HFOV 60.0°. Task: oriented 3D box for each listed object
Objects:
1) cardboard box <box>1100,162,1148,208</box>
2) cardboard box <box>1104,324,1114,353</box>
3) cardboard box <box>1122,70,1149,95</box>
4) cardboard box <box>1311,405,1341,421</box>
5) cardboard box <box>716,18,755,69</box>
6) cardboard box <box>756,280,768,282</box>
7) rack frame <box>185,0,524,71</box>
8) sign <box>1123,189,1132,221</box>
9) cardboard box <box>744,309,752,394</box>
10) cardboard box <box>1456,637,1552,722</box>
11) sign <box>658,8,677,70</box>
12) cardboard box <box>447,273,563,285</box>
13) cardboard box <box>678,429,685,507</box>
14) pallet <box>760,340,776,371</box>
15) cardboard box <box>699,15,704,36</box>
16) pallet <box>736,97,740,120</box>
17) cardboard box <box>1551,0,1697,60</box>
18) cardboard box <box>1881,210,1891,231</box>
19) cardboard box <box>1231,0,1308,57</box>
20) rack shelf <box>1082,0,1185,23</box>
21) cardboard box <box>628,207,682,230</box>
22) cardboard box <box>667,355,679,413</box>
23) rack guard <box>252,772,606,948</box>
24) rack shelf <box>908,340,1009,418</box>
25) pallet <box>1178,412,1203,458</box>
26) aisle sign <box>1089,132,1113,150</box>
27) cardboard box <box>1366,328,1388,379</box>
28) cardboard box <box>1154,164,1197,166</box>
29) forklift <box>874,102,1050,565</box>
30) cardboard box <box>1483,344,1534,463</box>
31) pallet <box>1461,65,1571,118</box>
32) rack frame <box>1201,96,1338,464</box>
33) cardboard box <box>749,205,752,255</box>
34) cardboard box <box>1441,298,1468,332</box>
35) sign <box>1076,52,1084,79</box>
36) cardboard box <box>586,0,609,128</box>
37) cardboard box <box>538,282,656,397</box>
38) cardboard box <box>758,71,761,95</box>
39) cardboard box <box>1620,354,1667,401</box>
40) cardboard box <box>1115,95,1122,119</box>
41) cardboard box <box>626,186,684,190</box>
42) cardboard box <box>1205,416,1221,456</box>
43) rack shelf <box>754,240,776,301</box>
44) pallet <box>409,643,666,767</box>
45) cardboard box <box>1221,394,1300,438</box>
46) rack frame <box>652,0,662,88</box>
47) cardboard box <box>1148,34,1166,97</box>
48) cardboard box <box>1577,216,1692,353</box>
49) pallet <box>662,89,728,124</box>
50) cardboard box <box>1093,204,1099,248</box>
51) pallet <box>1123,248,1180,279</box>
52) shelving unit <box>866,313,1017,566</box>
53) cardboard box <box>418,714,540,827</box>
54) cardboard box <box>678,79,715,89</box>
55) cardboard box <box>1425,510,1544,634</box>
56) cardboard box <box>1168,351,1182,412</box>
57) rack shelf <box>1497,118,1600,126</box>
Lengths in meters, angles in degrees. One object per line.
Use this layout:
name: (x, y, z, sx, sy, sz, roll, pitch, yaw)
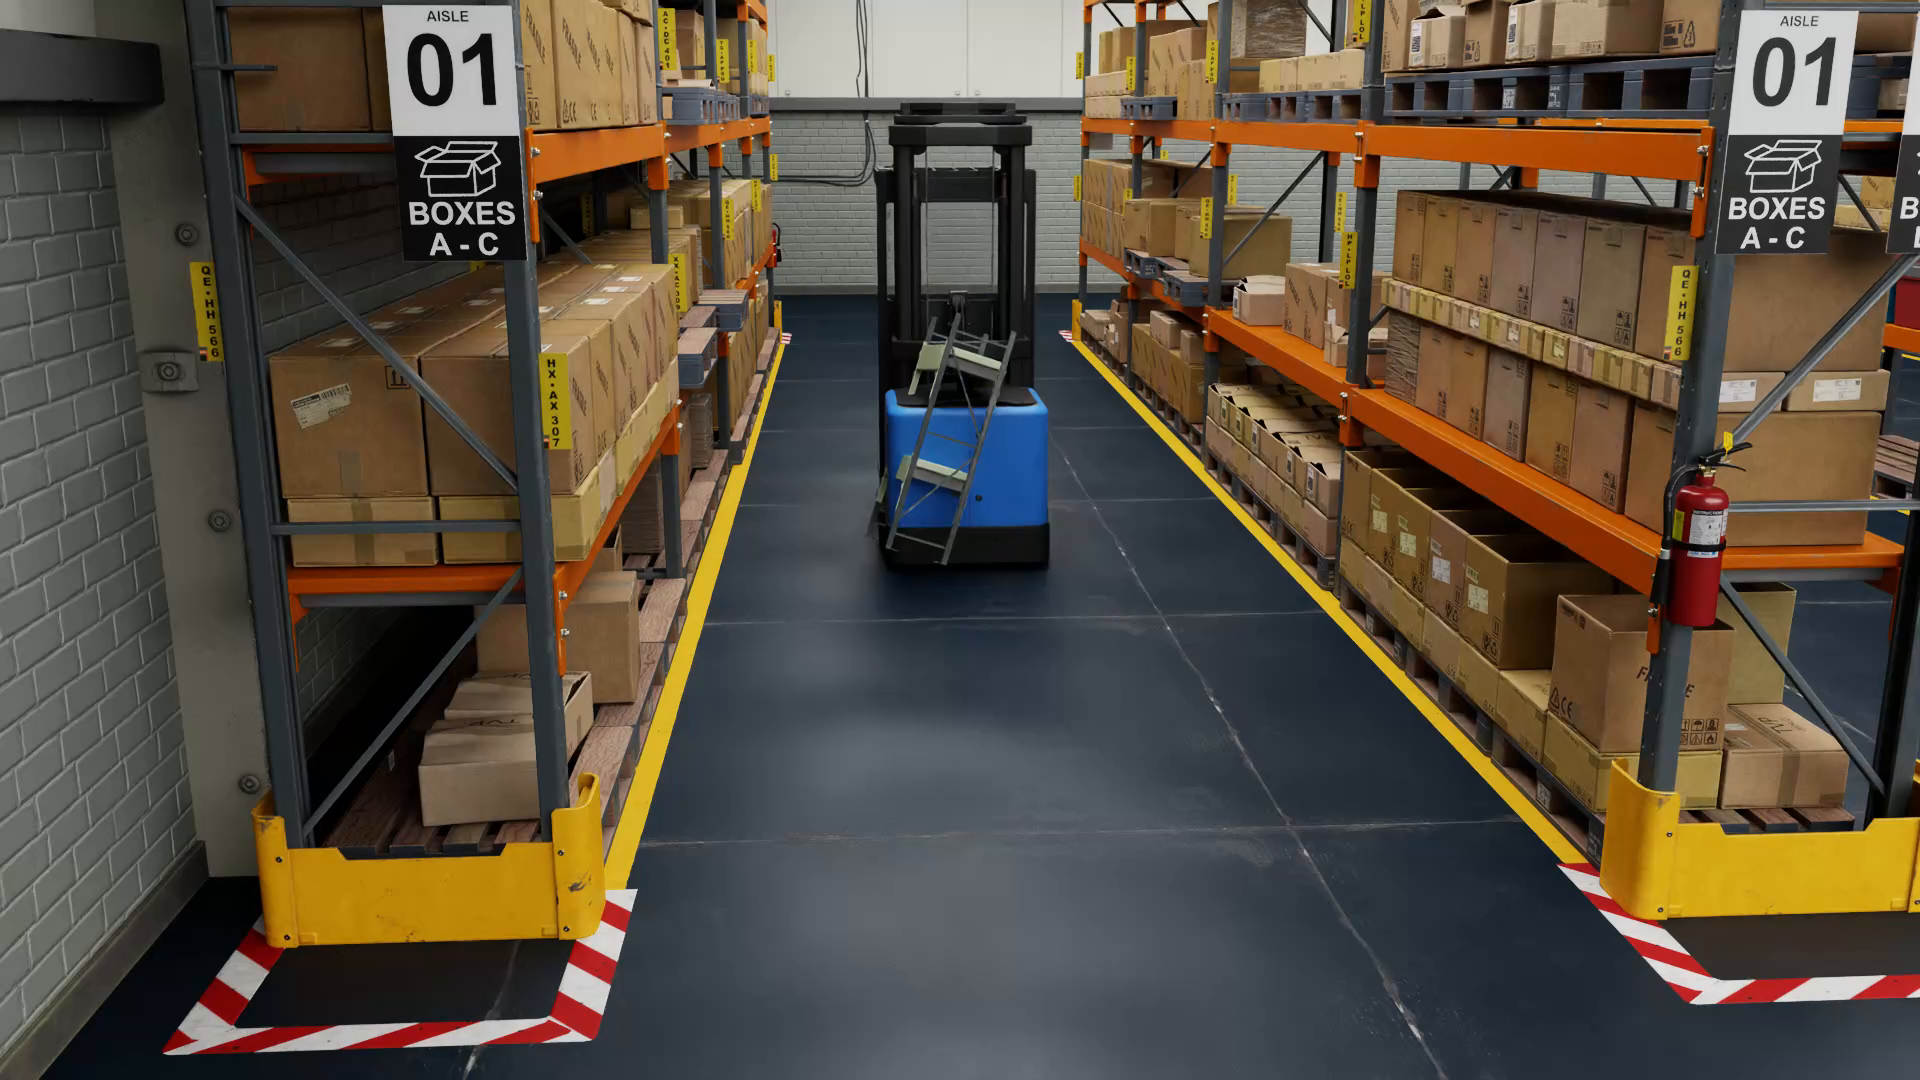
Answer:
cardboard box: (1.914, -4.131, 19.356, 0.500, 0.500, 0.500, -1, 14, -4)
cardboard box: (1.934, -2.334, 19.090, 0.500, 0.311, 0.500, -1, 14, -3)
cardboard box: (1.998, -4.838, 17.587, 0.500, 0.250, 0.500, -1, 14, -3)
cardboard box: (2.892, -0.866, 12.423, 0.500, 0.311, 0.500, -1, 14, -4)
cardboard box: (-2.409, -5.198, 17.442, 0.500, 0.500, 0.500, -1, 14, -4)
cardboard box: (-2.560, -3.122, 20.511, 0.380, 0.149, 0.250, -1, 14, -4)
rack frame: (-1.901, -2.942, 4.903, 1.000, 3.000, 0.127, -1, 14, -3)
sign: (1.758, -3.508, 17.403, 0.100, 0.325, 0.005, -1, 14, -3)
cardboard box: (-2.417, -1.803, 15.986, 0.750, 0.750, 0.750, 0, 14, -2)
cardboard box: (2.639, 0.636, 7.708, 0.500, 0.250, 0.500, -1, 14, -3)
sign: (-1.608, -2.745, 9.119, 0.100, 0.325, 0.005, -1, 14, -3)
cardboard box: (-2.300, -1.083, 8.473, 0.500, 0.500, 0.500, -1, 14, -4)
cardboard box: (-2.285, -0.472, 11.476, 0.700, 0.500, 0.500, -1, 14, -3)
pallet: (-2.692, -2.165, 19.519, 1.003, 0.211, 1.213, -1, 14, -3)
cardboard box: (-2.721, -4.878, 15.857, 0.500, 0.250, 0.500, 0, 14, 1)
pallet: (-2.539, -4.154, 16.017, 0.805, 0.209, 1.217, -1, 15, -6)
cardboard box: (2.708, -2.048, 6.624, 0.500, 0.250, 0.500, -1, 14, -3)
cardboard box: (11.765, -3.939, 20.521, 0.500, 0.250, 0.500, -1, 14, -5)
cardboard box: (2.526, -4.198, 13.596, 0.500, 0.500, 0.500, -1, 14, -3)
rack shelf: (2.175, -6.152, 18.826, 1.077, 0.370, 4.000, -1, 14, -3)
cardboard box: (-2.311, -2.437, 12.594, 0.380, 0.149, 0.250, -3, 15, -13)
cardboard box: (-1.817, -0.856, 9.094, 0.500, 0.250, 0.500, -1, 14, -3)
rack guard: (-1.906, 1.155, 6.036, 1.175, 0.500, 0.348, -1, 14, -3)
rack shelf: (-0.020, -1.024, 10.552, 0.431, 0.370, 0.720, 16, 2, -14)
pallet: (2.538, -0.940, 14.756, 1.003, 0.211, 1.213, -1, 14, -3)
aisle sign: (1.754, -5.365, 21.141, 0.394, 0.787, 0.004, -1, 14, -3)
cardboard box: (2.721, -1.158, 10.310, 0.500, 0.250, 0.500, 0, 14, 0)
cardboard box: (2.487, -4.009, 18.882, 0.500, 0.500, 0.500, -1, 14, -5)
forklift: (-0.044, -1.576, 11.770, 1.130, 2.935, 3.031, -1, 14, -4)
cardboard box: (2.928, -0.664, 7.887, 0.700, 0.500, 0.500, 0, 14, -2)
pallet: (2.946, -2.005, 7.456, 1.003, 0.211, 1.213, -1, 14, -3)
rack frame: (2.547, -2.104, 13.684, 1.000, 3.000, 0.127, -1, 14, -3)
cardboard box: (-2.365, -3.113, 16.767, 0.500, 0.500, 0.500, -1, 14, -4)
cardboard box: (2.683, -1.148, 8.466, 0.380, 0.149, 0.250, -1, 14, -5)
sign: (1.510, -5.961, 20.902, 0.100, 0.325, 0.005, -1, 14, -3)
cardboard box: (-1.706, -1.898, 6.623, 0.500, 0.500, 0.500, 0, 14, -1)
cardboard box: (-1.754, -0.970, 8.032, 0.500, 0.500, 0.500, -1, 14, -5)
cardboard box: (-2.481, -5.084, 18.503, 0.500, 0.250, 0.500, -1, 14, -5)
cardboard box: (2.811, -0.634, 6.469, 0.380, 0.149, 0.250, -1, 14, -2)
cardboard box: (1.983, -4.720, 18.134, 0.500, 0.250, 0.500, -1, 14, -3)
cardboard box: (-2.773, -3.084, 15.150, 0.500, 0.250, 0.500, -1, 14, -5)
cardboard box: (2.286, -0.841, 13.451, 0.500, 0.250, 0.500, -1, 14, -4)
rack shelf: (-2.769, -3.170, 19.273, 1.077, 0.370, 4.000, -1, 14, -3)
pallet: (-1.994, 0.789, 8.035, 1.003, 0.211, 1.213, -1, 14, -3)
cardboard box: (2.327, -0.982, 12.874, 0.500, 0.311, 0.500, -1, 14, -5)
rack frame: (-2.149, -3.937, 8.770, 1.000, 3.000, 0.127, -1, 14, -3)
cardboard box: (2.257, -4.725, 16.608, 0.600, 0.600, 0.600, -2, 15, -9)
cardboard box: (2.985, -1.051, 6.789, 0.700, 0.500, 0.500, -1, 14, -5)
pallet: (-2.148, -2.807, 10.772, 1.213, 0.211, 1.003, -1, 14, -3)
cardboard box: (1.881, -3.775, 19.976, 0.500, 0.500, 0.500, -1, 14, -4)
pallet: (2.240, -2.805, 16.796, 1.003, 0.211, 1.213, -1, 14, -3)
shelving unit: (-0.134, -0.651, 10.565, 0.431, 1.500, 0.755, 16, 2, -14)
cardboard box: (-1.854, 0.879, 6.605, 0.500, 0.311, 0.500, -3, 15, -10)
cardboard box: (-2.083, -3.271, 12.339, 0.500, 0.311, 0.500, -1, 14, -3)
cardboard box: (2.606, 0.149, 8.098, 0.500, 0.500, 0.500, -1, 14, -3)
cardboard box: (2.223, -1.464, 15.331, 0.500, 0.500, 0.500, -1, 14, -5)
rack shelf: (7.119, -4.776, 19.493, 1.077, 0.370, 4.000, -1, 14, -3)
